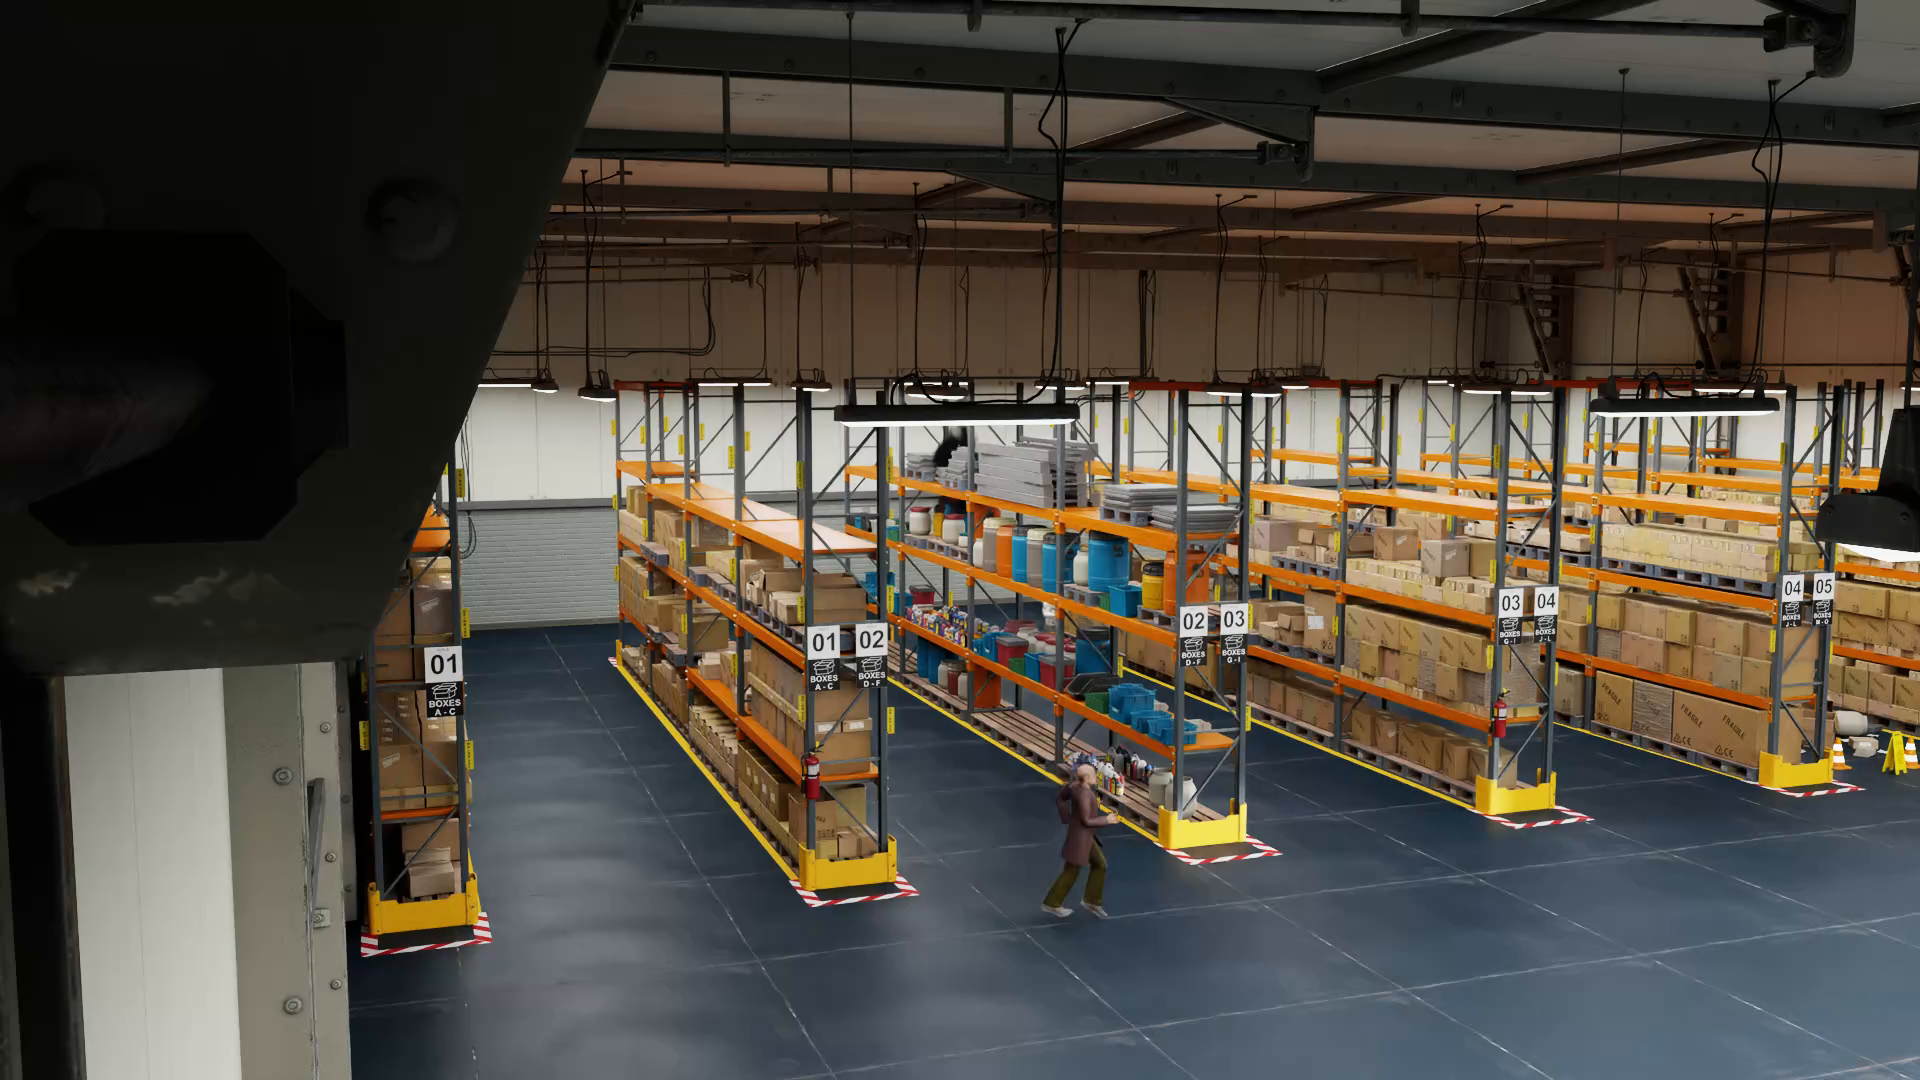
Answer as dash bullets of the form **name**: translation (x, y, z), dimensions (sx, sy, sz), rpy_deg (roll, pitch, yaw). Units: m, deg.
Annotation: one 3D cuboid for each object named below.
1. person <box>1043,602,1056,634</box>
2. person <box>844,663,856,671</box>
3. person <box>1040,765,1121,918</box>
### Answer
- **person**: translation (1.854, 1.731, 33.307), dimensions (0.589, 1.720, 0.883), rpy_deg (-3, 7, -28)
- **person**: translation (-1.797, 2.295, 27.888), dimensions (0.681, 1.767, 0.948), rpy_deg (-2, 6, -18)
- **person**: translation (1.369, 3.458, 18.916), dimensions (0.907, 1.835, 0.640), rpy_deg (0, 6, 5)
